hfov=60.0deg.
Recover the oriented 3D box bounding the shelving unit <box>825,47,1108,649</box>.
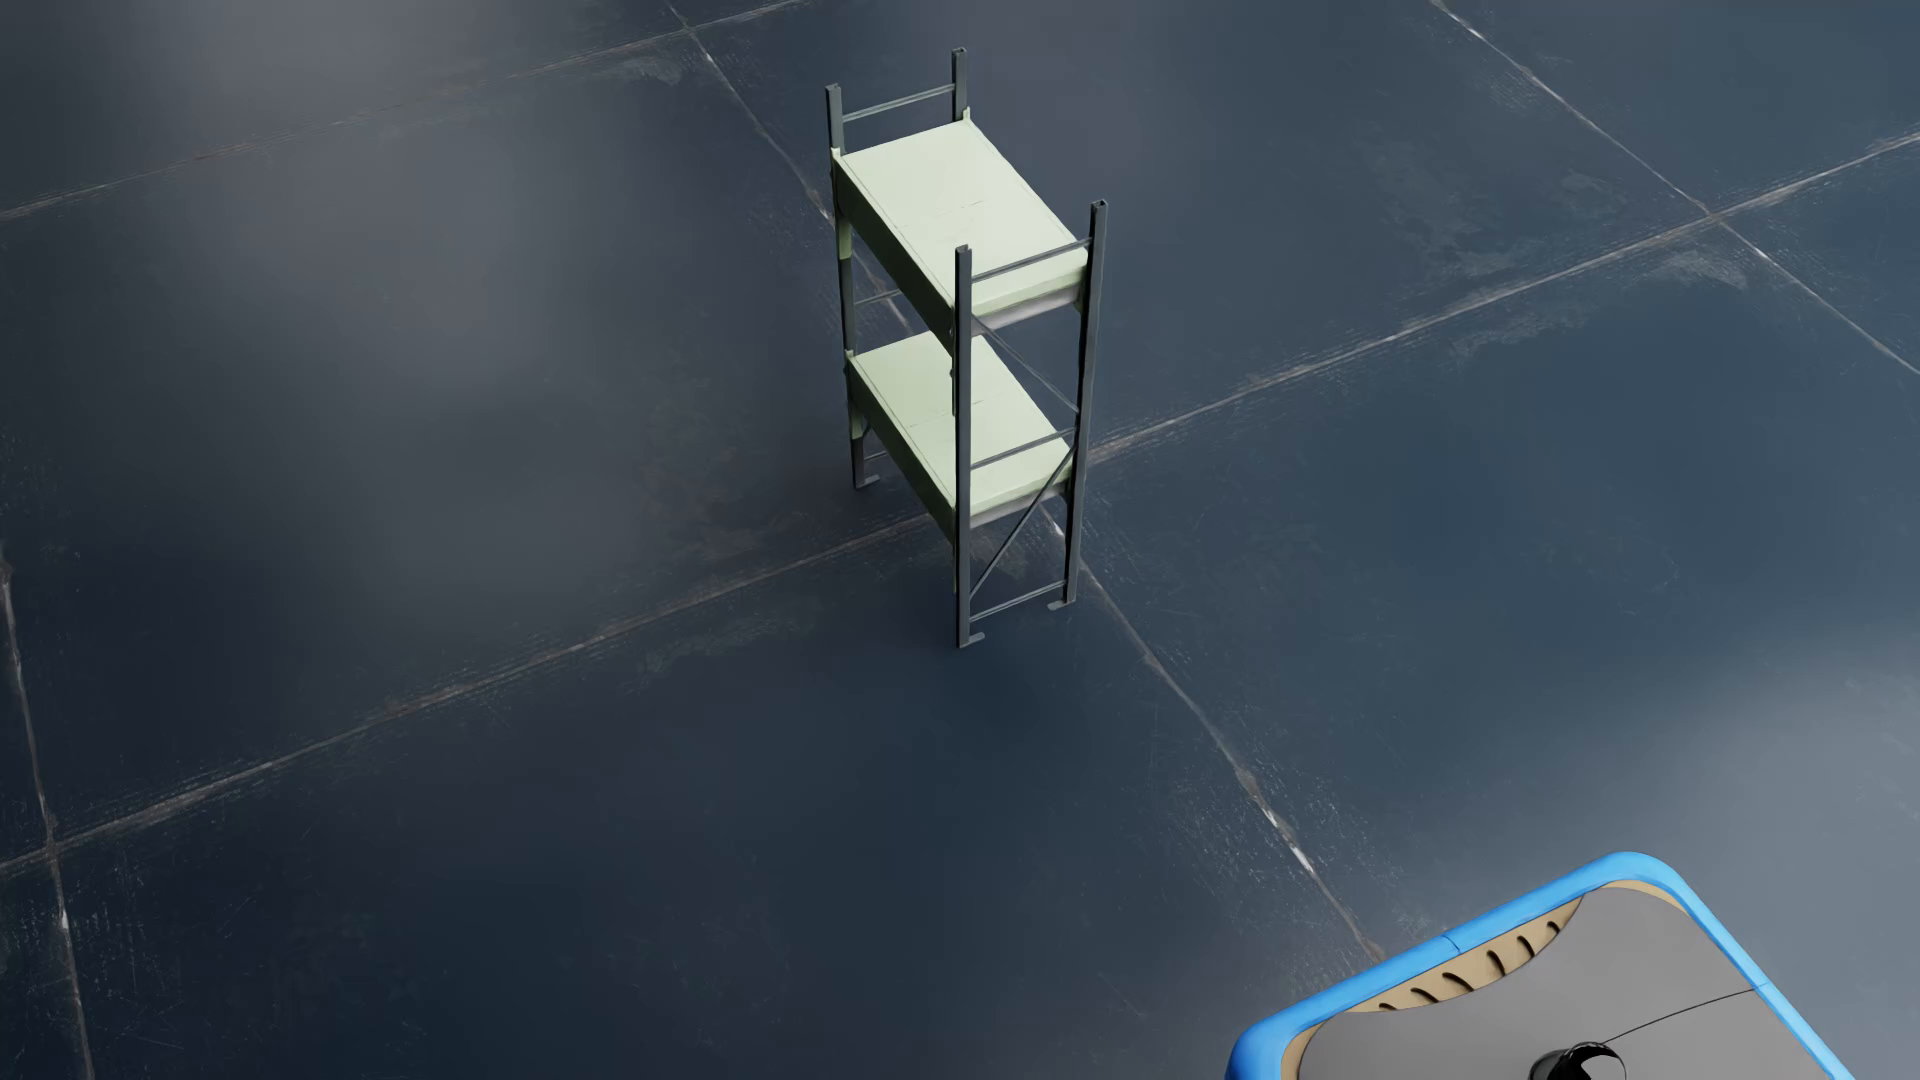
[{"bbox_3d":[0.003,-0.489,4.682,0.431,1.500,0.755,-21,52,-18],"label":"shelving unit"}]

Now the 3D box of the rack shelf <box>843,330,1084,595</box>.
[{"bbox_3d":[0.003,-0.275,4.927,0.431,0.370,0.720,-21,52,-18],"label":"rack shelf"}]

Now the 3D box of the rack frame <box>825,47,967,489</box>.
[{"bbox_3d":[-0.164,-0.734,4.896,0.400,1.500,0.023,-21,52,-18],"label":"rack frame"}]

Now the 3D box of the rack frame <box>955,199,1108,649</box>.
[{"bbox_3d":[0.171,-0.244,4.467,0.400,1.500,0.023,-21,52,-18],"label":"rack frame"}]

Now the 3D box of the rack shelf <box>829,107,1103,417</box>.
[{"bbox_3d":[0.003,-0.746,4.388,0.431,0.370,0.720,-21,52,-18],"label":"rack shelf"}]

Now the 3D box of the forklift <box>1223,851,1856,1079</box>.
[{"bbox_3d":[1.568,1.500,1.991,1.130,2.935,3.031,-20,52,-17],"label":"forklift"}]
